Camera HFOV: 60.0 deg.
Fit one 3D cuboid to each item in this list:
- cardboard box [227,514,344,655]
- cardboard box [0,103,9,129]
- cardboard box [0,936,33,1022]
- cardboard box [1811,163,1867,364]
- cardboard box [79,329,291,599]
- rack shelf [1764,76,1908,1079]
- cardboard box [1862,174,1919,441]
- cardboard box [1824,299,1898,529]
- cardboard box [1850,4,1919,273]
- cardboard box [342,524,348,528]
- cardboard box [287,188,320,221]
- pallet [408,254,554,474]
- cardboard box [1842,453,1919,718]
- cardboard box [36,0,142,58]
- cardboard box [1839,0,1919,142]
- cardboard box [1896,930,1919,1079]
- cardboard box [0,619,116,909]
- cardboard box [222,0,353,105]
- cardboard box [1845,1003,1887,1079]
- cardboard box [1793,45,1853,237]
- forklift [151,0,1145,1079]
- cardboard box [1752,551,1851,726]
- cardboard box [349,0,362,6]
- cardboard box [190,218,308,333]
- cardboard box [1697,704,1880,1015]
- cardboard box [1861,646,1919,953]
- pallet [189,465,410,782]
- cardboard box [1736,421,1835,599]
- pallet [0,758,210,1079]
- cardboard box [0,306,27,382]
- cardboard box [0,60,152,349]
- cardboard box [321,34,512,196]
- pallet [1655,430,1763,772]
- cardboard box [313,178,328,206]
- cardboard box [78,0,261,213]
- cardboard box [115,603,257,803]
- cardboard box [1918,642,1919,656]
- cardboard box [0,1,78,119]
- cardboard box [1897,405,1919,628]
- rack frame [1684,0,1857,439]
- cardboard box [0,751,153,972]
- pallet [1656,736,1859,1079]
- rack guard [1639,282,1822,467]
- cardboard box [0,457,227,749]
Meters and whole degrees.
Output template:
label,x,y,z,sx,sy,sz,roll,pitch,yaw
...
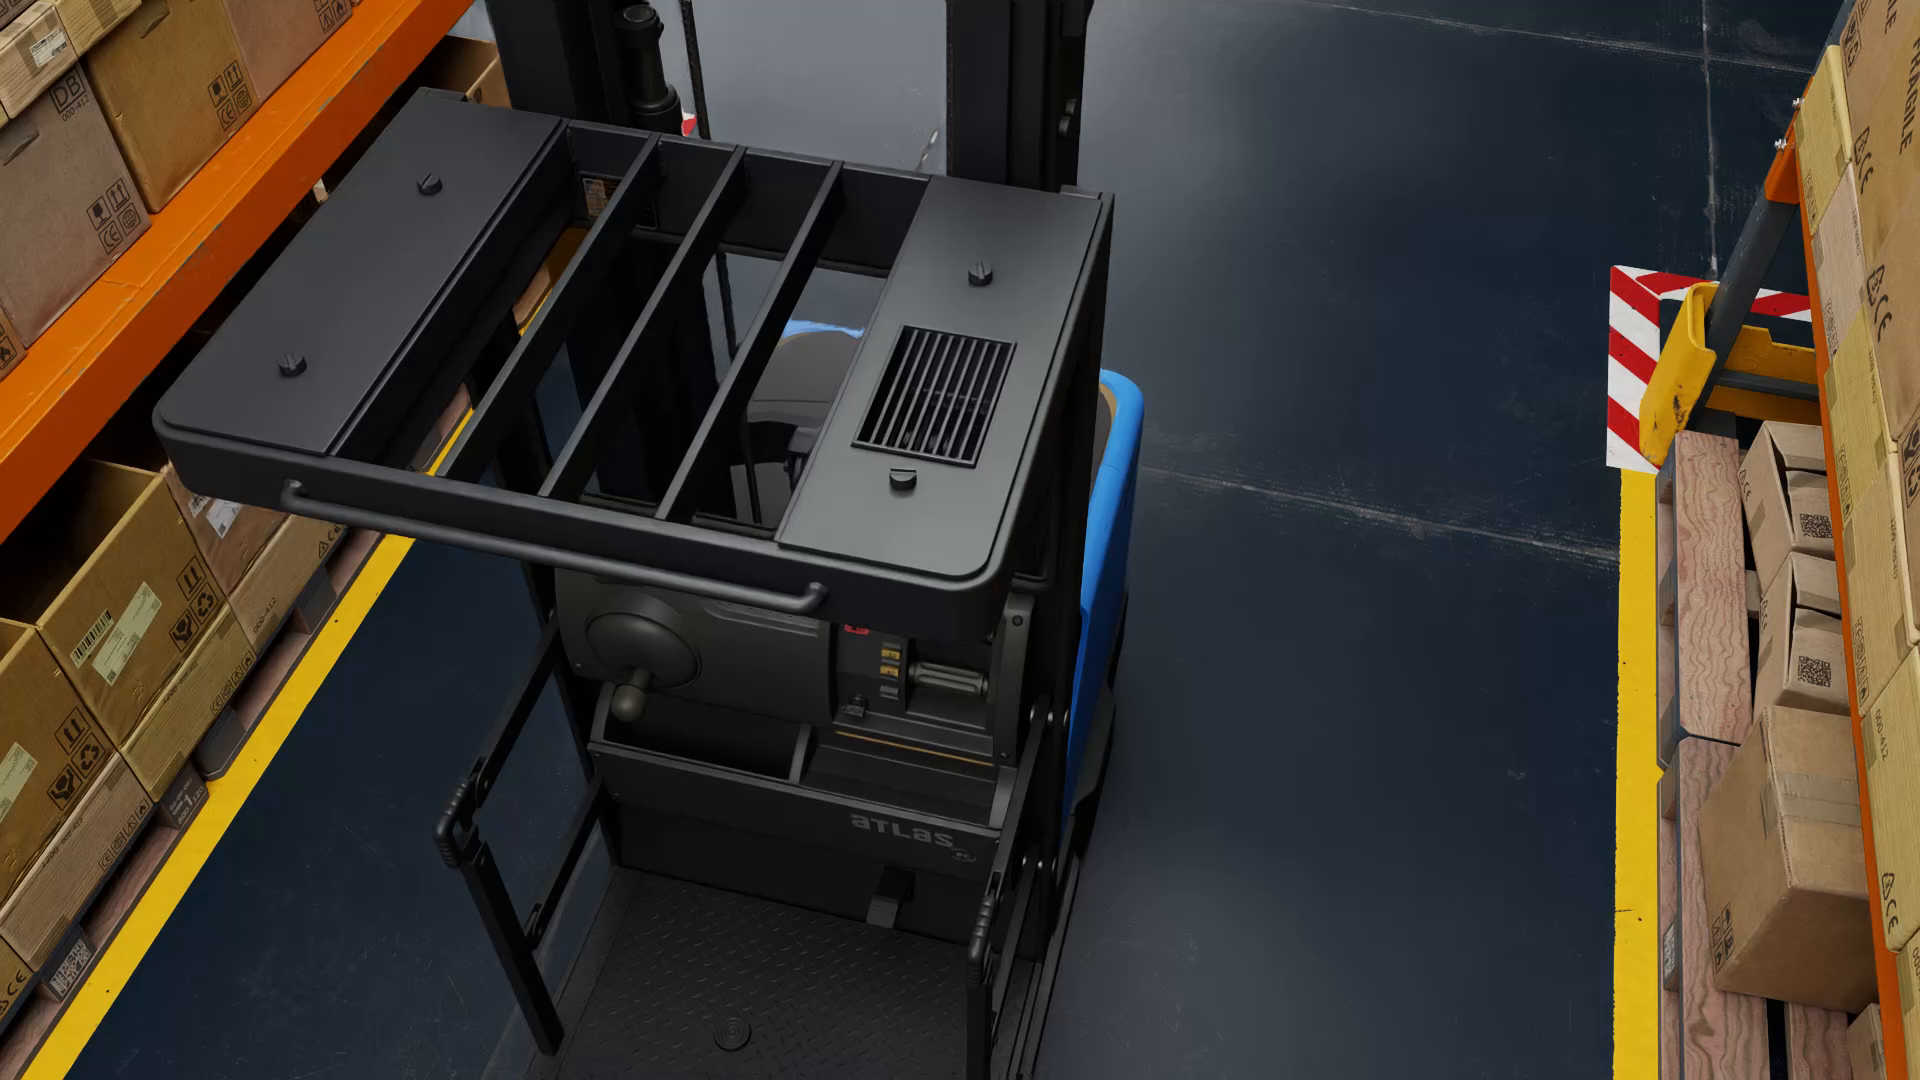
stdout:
label,x,y,z,sx,sy,sz,roll,pitch,yaw
cardboard box,-2.152,0.018,4.787,0.500,0.250,0.500,12,50,10
cardboard box,-2.304,-0.918,3.560,0.380,0.149,0.250,11,50,10
cardboard box,-2.551,1.103,3.830,0.500,0.250,0.500,12,50,10
cardboard box,2.310,-0.599,3.865,0.500,0.250,0.500,10,49,9
cardboard box,-2.149,-0.229,4.505,0.500,0.500,0.500,12,50,10
rack shelf,2.341,0.374,3.399,1.077,0.370,4.000,12,50,10
cardboard box,2.170,-0.502,3.279,0.500,0.500,0.500,10,49,9
cardboard box,2.170,-0.232,3.541,0.500,0.250,0.500,11,49,9
cardboard box,2.312,-0.875,3.608,0.500,0.500,0.500,12,50,10
cardboard box,-2.019,-0.343,5.106,0.500,0.250,0.500,12,50,10
cardboard box,-2.398,-1.057,5.236,0.500,0.500,0.500,12,50,10
pallet,-2.074,-0.802,5.817,1.003,0.211,1.213,12,50,10
cardboard box,2.035,0.133,3.219,0.500,0.250,0.500,12,50,10
cardboard box,-2.169,-1.283,3.882,0.380,0.149,0.250,13,50,11
cardboard box,2.452,-1.230,3.922,0.500,0.500,0.500,12,50,10
cardboard box,1.786,0.864,2.573,0.500,0.250,0.500,12,50,10
cardboard box,-2.417,0.493,3.868,0.500,0.500,0.500,12,50,10
cardboard box,-2.182,-1.603,4.598,0.700,0.500,0.500,13,50,11
cardboard box,2.255,1.227,3.774,0.380,0.149,0.250,8,49,7
cardboard box,2.433,-0.978,4.199,0.500,0.250,0.500,10,49,9
forklift,-0.379,0.307,3.024,1.130,2.935,3.031,11,49,9
cardboard box,2.448,0.328,4.460,0.500,0.311,0.500,15,50,13
cardboard box,-2.048,-1.984,4.934,0.700,0.500,0.500,12,50,10
cardboard box,-2.016,-0.590,4.824,0.500,0.500,0.500,12,50,10
cardboard box,2.207,0.786,3.929,0.700,0.500,0.500,9,49,8
cardboard box,1.903,0.497,2.897,0.500,0.250,0.500,11,50,10
pallet,-2.397,0.078,5.040,1.003,0.211,1.213,12,50,10
cardboard box,2.598,-0.084,4.824,0.500,0.311,0.500,7,49,6
pallet,-2.716,0.963,4.259,1.003,0.211,1.213,12,50,10
cardboard box,-2.586,-0.493,3.618,0.700,0.500,0.500,12,50,11
cardboard box,-2.453,-0.864,3.945,0.700,0.500,0.500,13,50,11
cardboard box,-1.767,-1.317,5.465,0.500,0.500,0.500,12,50,10
pallet,2.599,0.247,4.891,1.003,0.211,1.213,12,50,10
cardboard box,-2.269,-1.171,5.837,0.500,0.250,0.500,12,50,10
cardboard box,-2.318,-1.245,4.282,0.700,0.500,0.500,12,50,10
cardboard box,-2.278,0.381,4.467,0.500,0.250,0.500,12,50,10
cardboard box,1.909,0.250,2.615,0.500,0.500,0.500,10,49,9
cardboard box,-2.236,-1.097,3.719,0.380,0.149,0.250,11,49,10
cardboard box,2.046,-0.127,2.948,0.500,0.500,0.500,13,50,11
rack frame,2.867,-1.311,4.407,1.000,3.000,0.127,12,50,10
cardboard box,-2.414,0.742,4.148,0.500,0.250,0.500,12,50,10
pallet,2.276,1.127,4.115,1.003,0.211,1.213,12,50,10
rack guard,2.847,-0.429,5.295,1.175,0.500,0.348,12,50,10
cardboard box,-2.278,0.133,4.186,0.500,0.500,0.500,12,50,10
